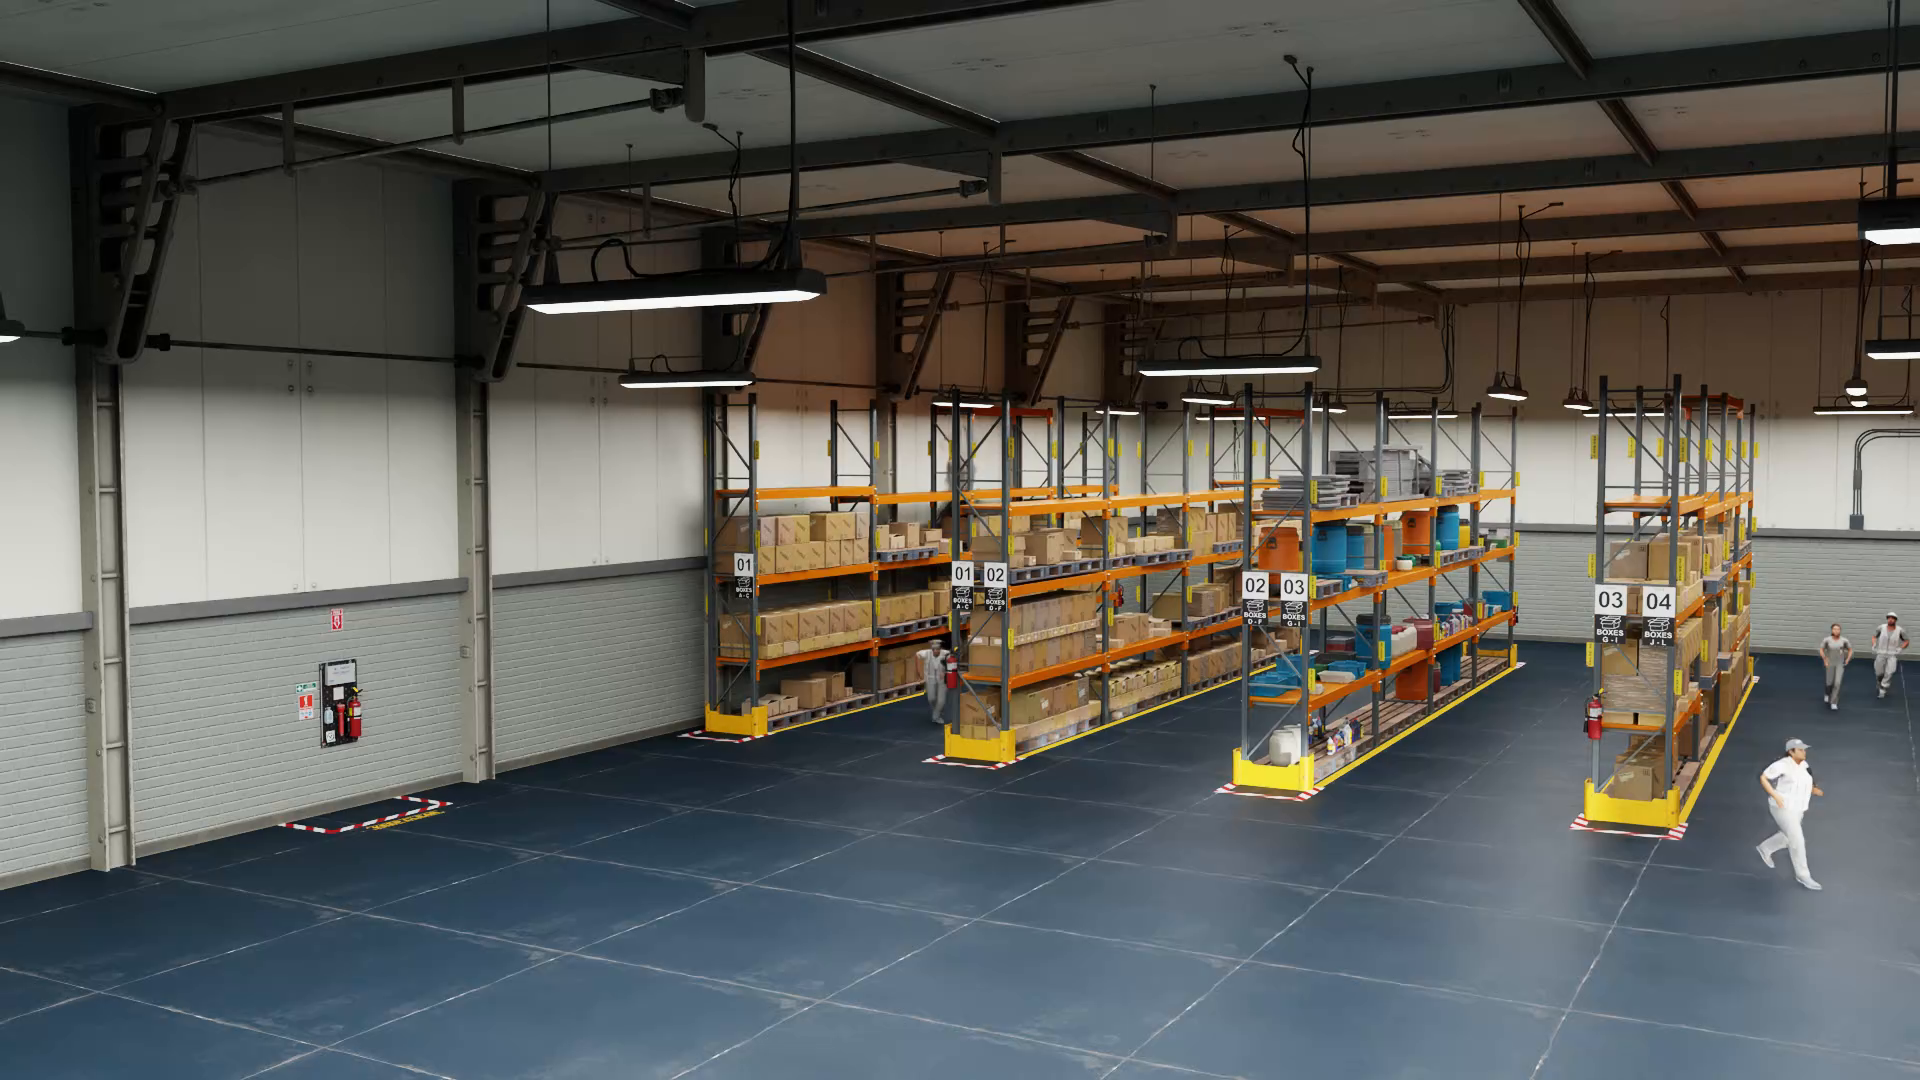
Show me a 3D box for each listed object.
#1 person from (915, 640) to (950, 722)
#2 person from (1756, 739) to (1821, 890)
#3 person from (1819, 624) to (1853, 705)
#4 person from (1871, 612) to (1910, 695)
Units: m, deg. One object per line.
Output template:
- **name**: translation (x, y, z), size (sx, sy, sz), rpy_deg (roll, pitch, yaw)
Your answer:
- **person**: translation (-0.480, 2.581, 30.309), size (0.695, 1.572, 0.889), rpy_deg (0, 3, -2)
- **person**: translation (9.594, 3.129, 19.310), size (0.572, 1.675, 0.944), rpy_deg (-2, 3, -28)
- **person**: translation (17.030, 2.409, 32.334), size (0.585, 1.577, 0.522), rpy_deg (1, 3, 23)
- **person**: translation (18.788, 2.295, 33.610), size (0.679, 1.685, 0.592), rpy_deg (2, 4, 35)
